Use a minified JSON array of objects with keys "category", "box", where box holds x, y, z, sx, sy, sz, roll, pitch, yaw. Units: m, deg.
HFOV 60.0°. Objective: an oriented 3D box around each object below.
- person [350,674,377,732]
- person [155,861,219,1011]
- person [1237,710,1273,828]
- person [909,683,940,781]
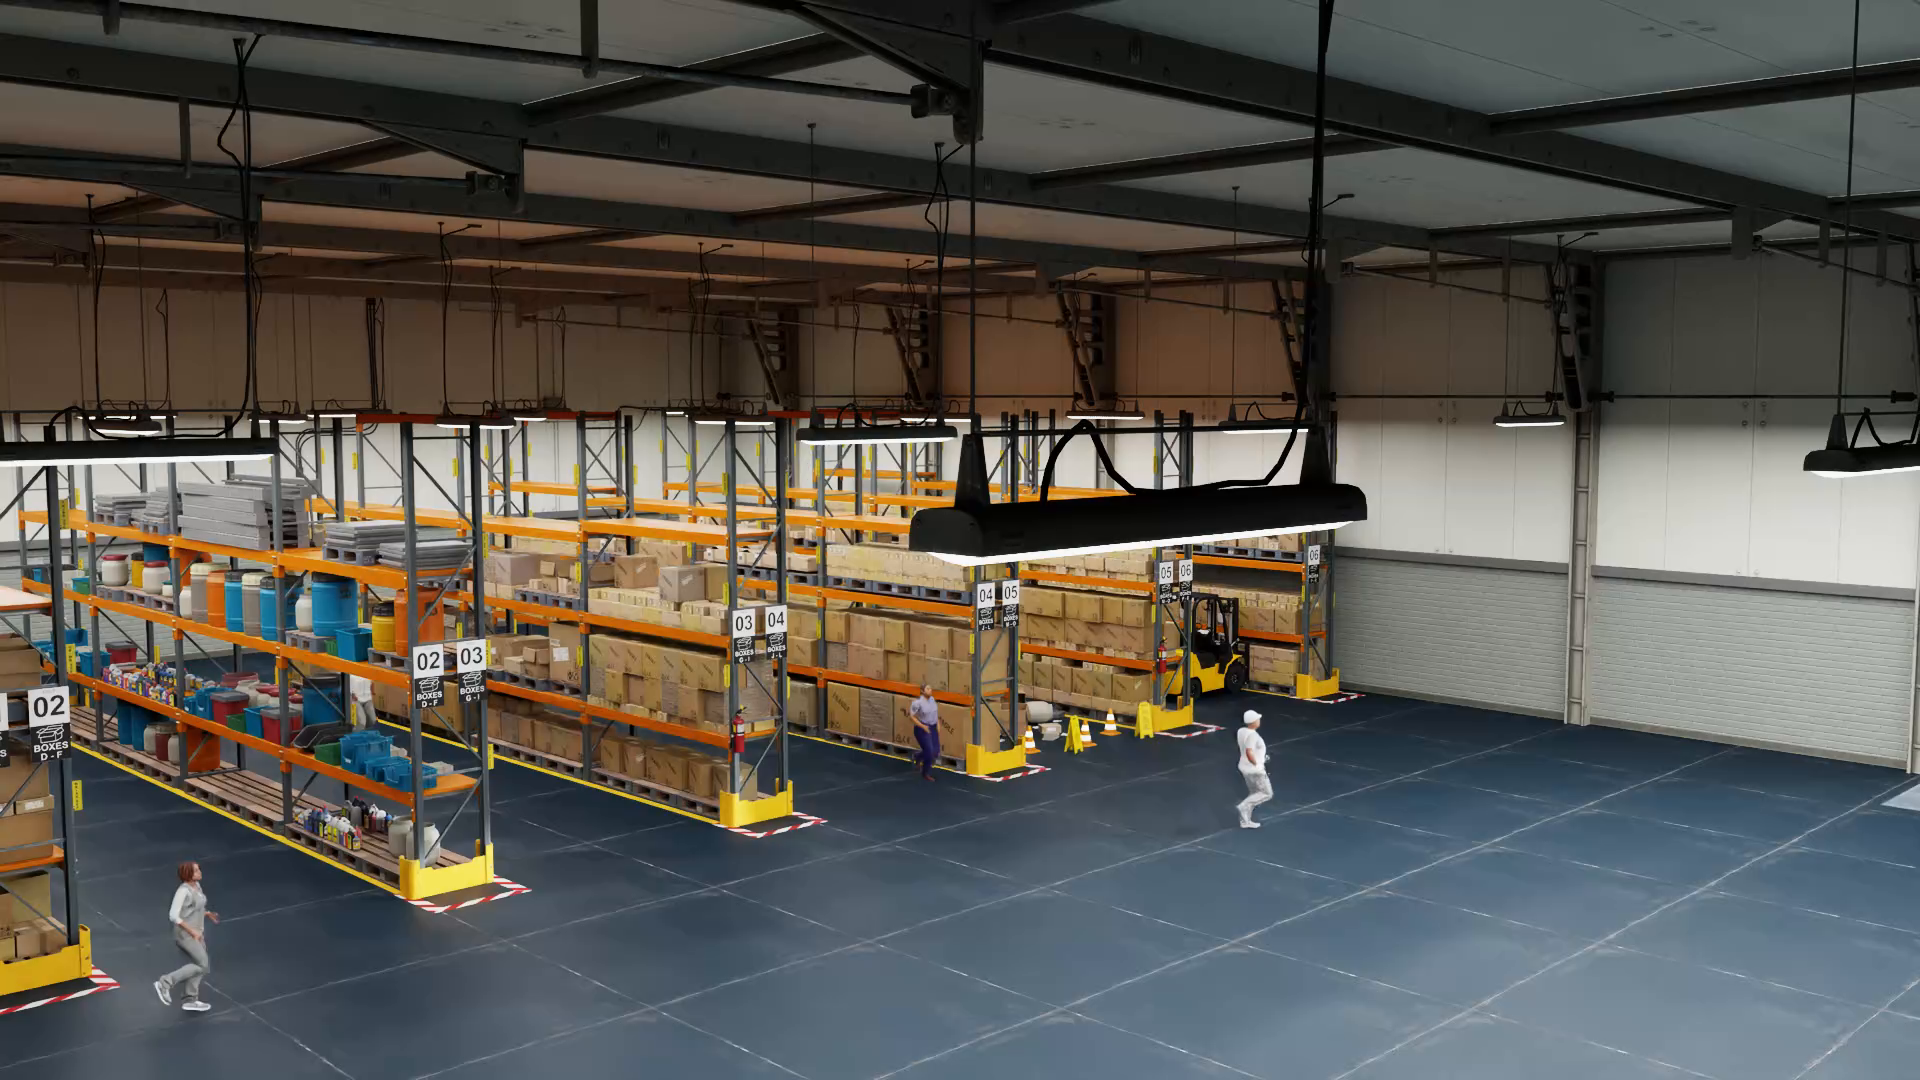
[{"category":"person","box":[-10.780,2.881,29.857,0.605,1.718,0.696,4,6,38]},{"category":"person","box":[-7.962,4.076,17.120,0.583,1.572,0.509,-1,5,-12]},{"category":"person","box":[4.300,3.352,24.327,0.594,1.737,0.691,-1,5,-12]},{"category":"person","box":[-0.606,3.148,27.493,0.596,1.607,0.628,4,7,41]}]
